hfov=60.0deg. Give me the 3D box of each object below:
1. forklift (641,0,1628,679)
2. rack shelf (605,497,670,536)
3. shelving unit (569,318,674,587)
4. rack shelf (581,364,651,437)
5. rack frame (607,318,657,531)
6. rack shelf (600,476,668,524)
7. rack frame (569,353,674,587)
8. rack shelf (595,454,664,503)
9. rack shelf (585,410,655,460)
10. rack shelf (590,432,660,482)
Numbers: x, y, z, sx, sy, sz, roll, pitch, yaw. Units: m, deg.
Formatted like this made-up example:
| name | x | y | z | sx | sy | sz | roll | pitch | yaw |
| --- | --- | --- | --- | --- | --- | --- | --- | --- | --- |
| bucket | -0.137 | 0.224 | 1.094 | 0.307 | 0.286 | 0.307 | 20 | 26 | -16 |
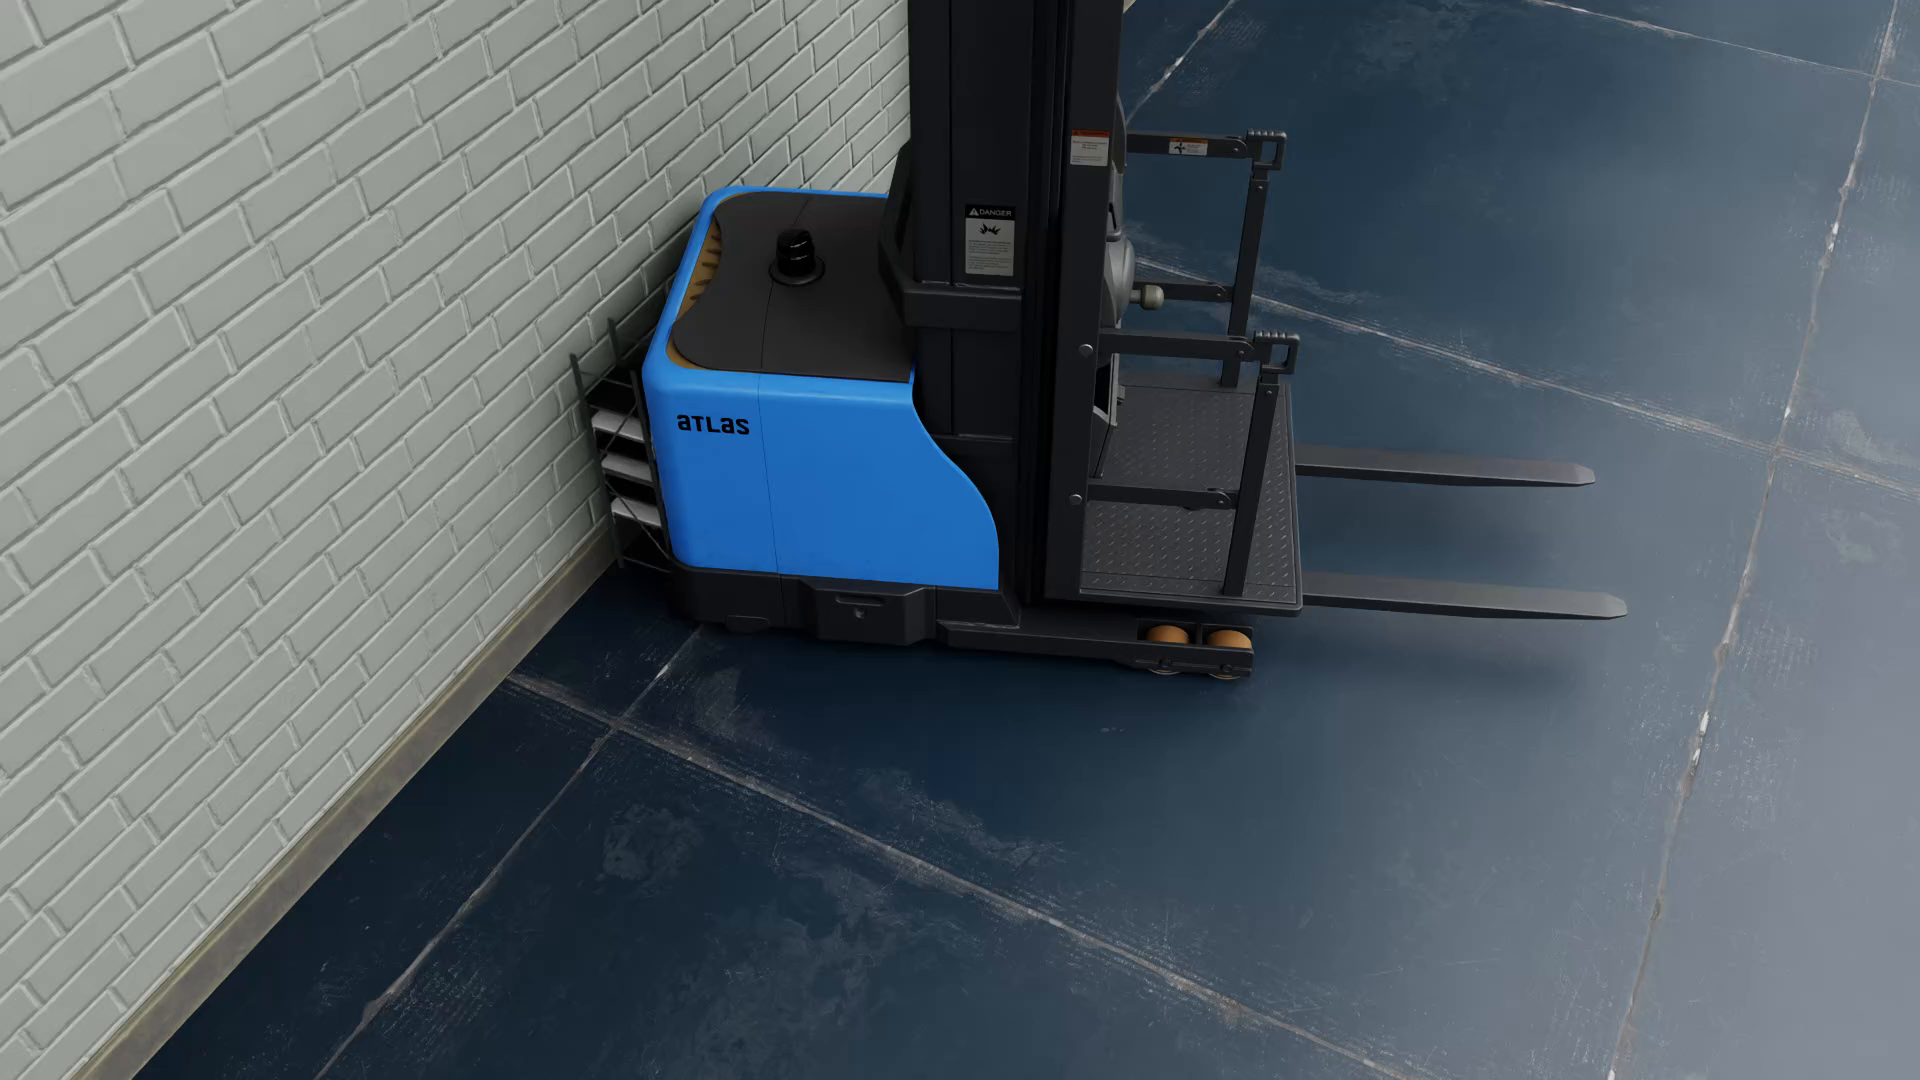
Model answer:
| name | x | y | z | sx | sy | sz | roll | pitch | yaw |
| --- | --- | --- | --- | --- | --- | --- | --- | --- | --- |
| forklift | 0.620 | -0.985 | 4.663 | 3.031 | 2.935 | 1.130 | 4 | 45 | 4 |
| rack shelf | -1.014 | -0.109 | 5.531 | 0.258 | 0.077 | 0.200 | 16 | 46 | 19 |
| shelving unit | -1.021 | -0.266 | 5.387 | 0.258 | 0.900 | 0.210 | 16 | 46 | 19 |
| rack shelf | -1.028 | -0.441 | 5.227 | 0.258 | 0.077 | 0.200 | 16 | 46 | 19 |
| rack frame | -0.977 | -0.329 | 5.453 | 0.240 | 0.900 | 0.006 | 16 | 46 | 19 |
| rack shelf | -1.017 | -0.175 | 5.470 | 0.258 | 0.077 | 0.200 | 16 | 46 | 19 |
| rack frame | -1.064 | -0.203 | 5.320 | 0.240 | 0.900 | 0.006 | 16 | 46 | 19 |
| rack shelf | -1.020 | -0.242 | 5.409 | 0.258 | 0.077 | 0.200 | 16 | 46 | 19 |
| rack shelf | -1.025 | -0.374 | 5.288 | 0.258 | 0.077 | 0.200 | 16 | 46 | 19 |
| rack shelf | -1.023 | -0.308 | 5.348 | 0.258 | 0.077 | 0.200 | 16 | 46 | 19 |
